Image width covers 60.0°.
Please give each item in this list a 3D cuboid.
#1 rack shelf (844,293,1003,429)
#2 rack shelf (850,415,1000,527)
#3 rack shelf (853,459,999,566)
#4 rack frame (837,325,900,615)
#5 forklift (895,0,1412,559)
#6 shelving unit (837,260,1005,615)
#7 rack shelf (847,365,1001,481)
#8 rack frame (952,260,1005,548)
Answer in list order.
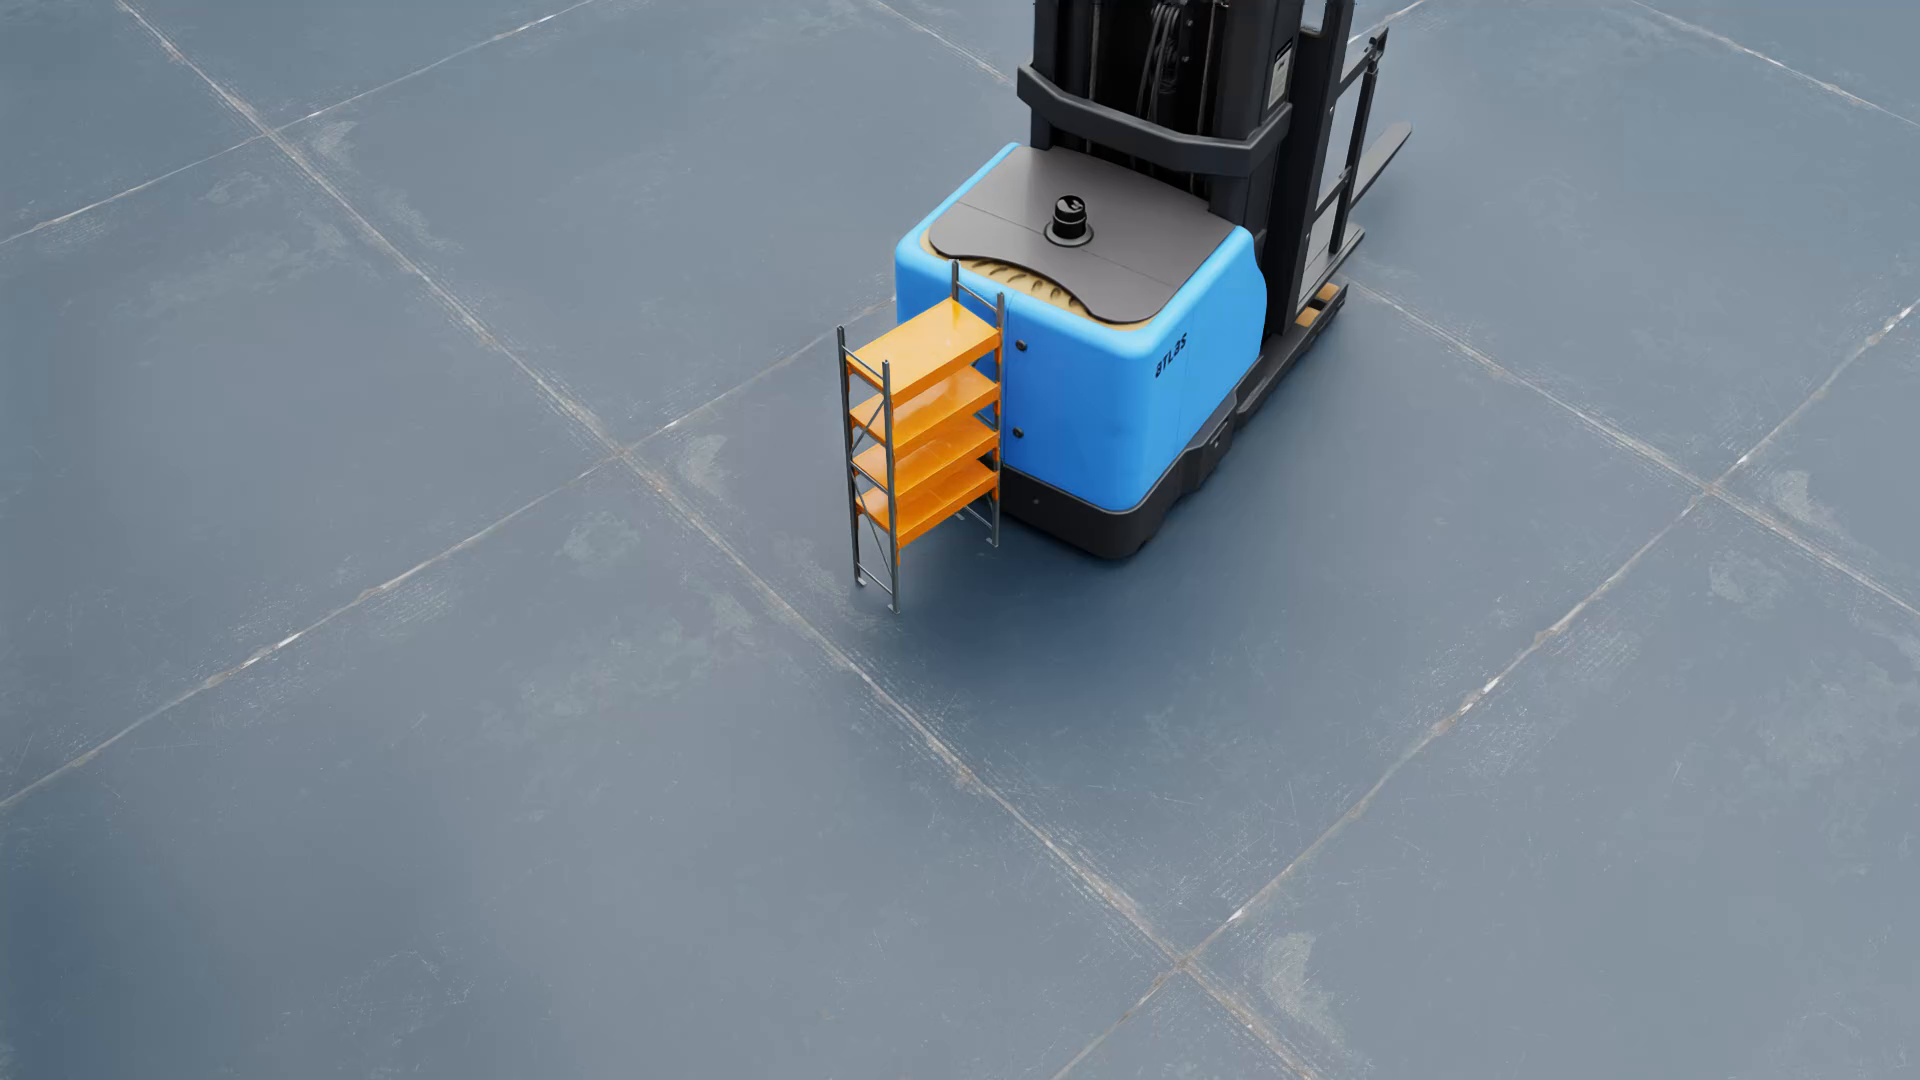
[{"bbox_3d":[-0.122,-0.592,5.445,0.480,0.148,0.258,-34,56,-27],"label":"rack shelf"},{"bbox_3d":[-0.122,-0.279,5.783,0.480,0.148,0.258,-34,56,-27],"label":"rack shelf"},{"bbox_3d":[-0.122,-0.145,5.929,0.480,0.148,0.258,-34,56,-27],"label":"rack shelf"},{"bbox_3d":[-0.303,-0.204,5.622,0.015,1.200,0.240,-34,56,-27],"label":"rack frame"},{"bbox_3d":[0.990,-1.985,6.087,1.130,2.935,3.031,26,52,22],"label":"forklift"},{"bbox_3d":[-0.122,-0.325,5.734,0.503,1.200,0.258,-34,56,-27],"label":"shelving unit"},{"bbox_3d":[-0.122,-0.431,5.619,0.480,0.148,0.258,-34,56,-27],"label":"rack shelf"},{"bbox_3d":[0.058,-0.446,5.845,0.015,1.200,0.240,-34,56,-27],"label":"rack frame"}]
